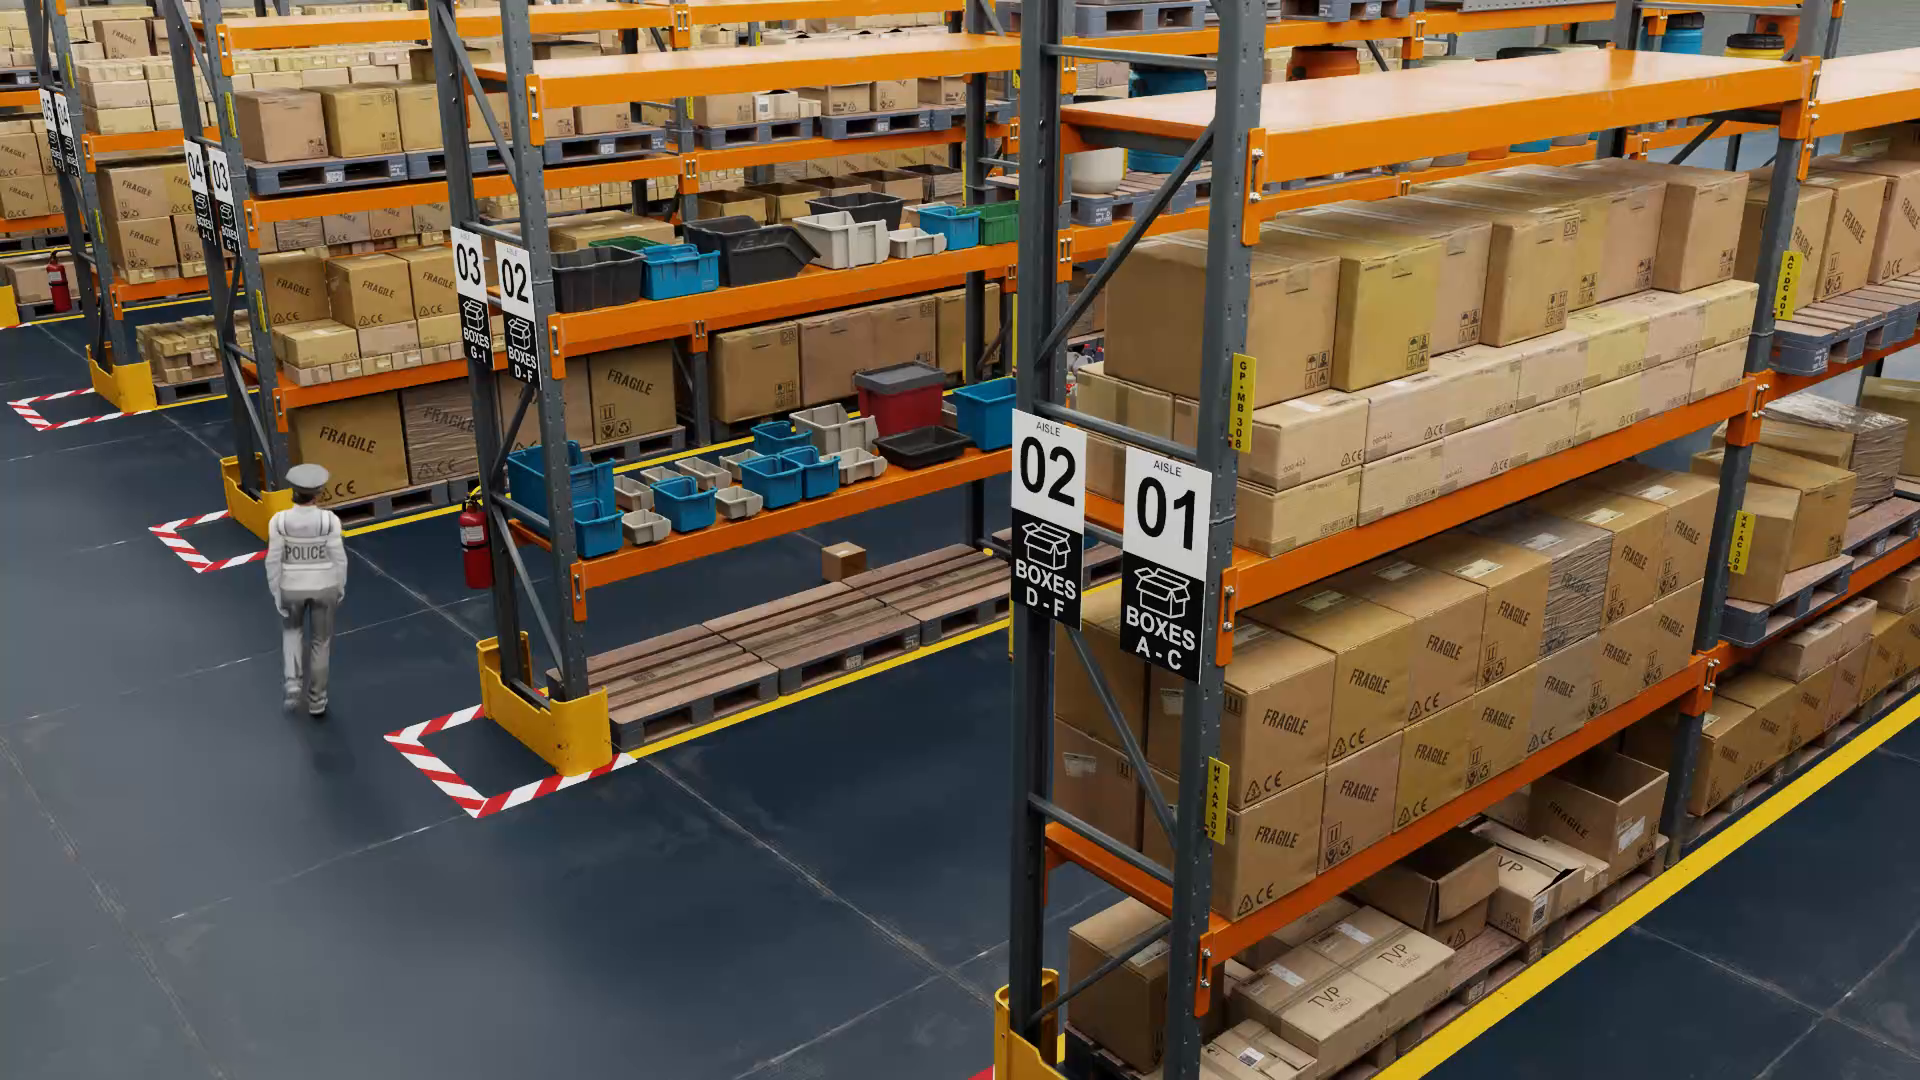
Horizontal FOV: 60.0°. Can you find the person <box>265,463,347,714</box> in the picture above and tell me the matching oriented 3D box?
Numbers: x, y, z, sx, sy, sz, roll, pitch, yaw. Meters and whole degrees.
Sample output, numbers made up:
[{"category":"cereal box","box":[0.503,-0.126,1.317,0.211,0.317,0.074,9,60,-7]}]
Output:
[{"category":"person","box":[-4.187,0.317,10.706,0.518,1.662,0.410,-5,22,-12]}]
